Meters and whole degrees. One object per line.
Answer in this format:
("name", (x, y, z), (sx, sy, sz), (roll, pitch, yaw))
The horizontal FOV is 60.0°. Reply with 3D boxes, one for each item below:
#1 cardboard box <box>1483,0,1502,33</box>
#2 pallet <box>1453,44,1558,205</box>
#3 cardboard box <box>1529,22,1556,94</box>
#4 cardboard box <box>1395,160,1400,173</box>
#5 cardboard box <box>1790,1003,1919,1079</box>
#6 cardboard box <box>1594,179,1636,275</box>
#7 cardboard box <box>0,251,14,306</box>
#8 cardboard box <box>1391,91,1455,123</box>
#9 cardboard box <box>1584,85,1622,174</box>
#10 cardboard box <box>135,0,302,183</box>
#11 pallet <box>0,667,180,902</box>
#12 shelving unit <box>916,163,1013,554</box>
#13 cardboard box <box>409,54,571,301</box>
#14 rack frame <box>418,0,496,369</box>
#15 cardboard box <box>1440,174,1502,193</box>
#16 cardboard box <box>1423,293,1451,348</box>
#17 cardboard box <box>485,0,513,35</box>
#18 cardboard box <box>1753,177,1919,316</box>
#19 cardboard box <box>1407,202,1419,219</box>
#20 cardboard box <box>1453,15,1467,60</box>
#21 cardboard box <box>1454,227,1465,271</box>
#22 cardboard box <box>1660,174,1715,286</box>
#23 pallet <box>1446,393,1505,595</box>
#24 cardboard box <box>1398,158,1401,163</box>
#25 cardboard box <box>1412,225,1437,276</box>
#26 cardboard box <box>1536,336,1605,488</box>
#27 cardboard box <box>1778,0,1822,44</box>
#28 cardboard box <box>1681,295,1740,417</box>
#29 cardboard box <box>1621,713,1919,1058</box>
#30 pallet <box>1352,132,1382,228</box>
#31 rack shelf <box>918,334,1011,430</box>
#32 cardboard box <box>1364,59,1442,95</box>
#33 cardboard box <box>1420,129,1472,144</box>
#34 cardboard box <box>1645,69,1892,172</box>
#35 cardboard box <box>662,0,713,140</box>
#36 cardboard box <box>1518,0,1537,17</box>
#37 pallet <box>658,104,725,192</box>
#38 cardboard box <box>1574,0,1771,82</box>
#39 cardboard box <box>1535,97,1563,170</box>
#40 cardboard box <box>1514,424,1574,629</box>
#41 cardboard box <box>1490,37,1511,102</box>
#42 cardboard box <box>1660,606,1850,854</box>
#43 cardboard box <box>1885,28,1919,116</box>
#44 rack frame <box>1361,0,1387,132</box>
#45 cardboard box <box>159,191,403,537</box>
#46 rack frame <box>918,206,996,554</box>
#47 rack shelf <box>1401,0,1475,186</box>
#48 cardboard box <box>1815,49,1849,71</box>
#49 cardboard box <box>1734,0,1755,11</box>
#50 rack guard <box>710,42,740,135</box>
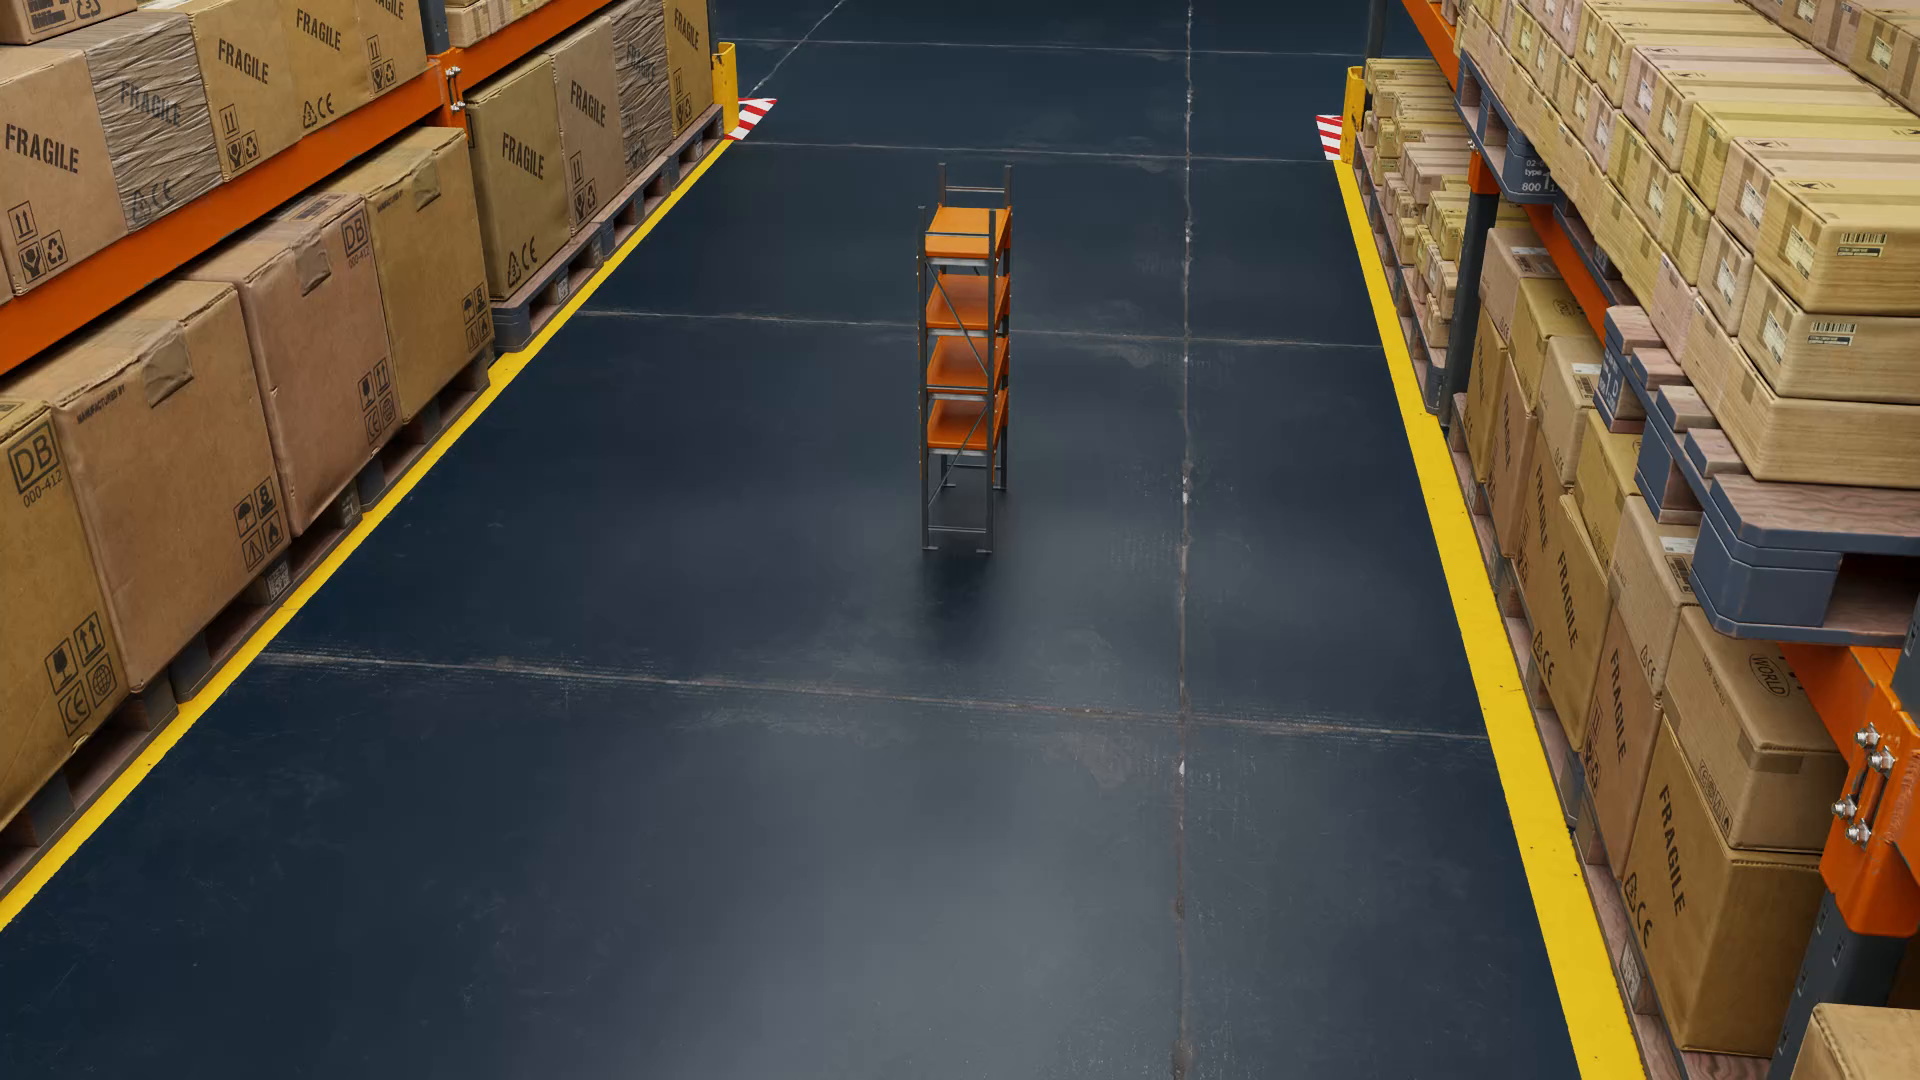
("cardboard box", (1.866, -1.682, 5.218), (0.380, 0.149, 0.250), (3, 28, 5))
("pallet", (2.162, -1.322, 5.243), (1.003, 0.211, 1.213), (3, 28, 6))
("cardboard box", (1.772, -1.311, 4.529), (0.380, 0.149, 0.250), (4, 29, 8))
("cardboard box", (2.457, -1.857, 8.598), (0.380, 0.149, 0.250), (3, 29, 6))
("cardboard box", (1.746, 1.212, 2.266), (1.050, 0.750, 0.750), (3, 28, 6))
("cardboard box", (1.643, -0.689, 3.689), (0.380, 0.149, 0.250), (2, 28, 4))
("cardboard box", (-2.610, -0.710, 3.800), (0.500, 0.500, 0.500), (3, 28, 5))
("cardboard box", (2.468, -2.236, 8.673), (0.380, 0.149, 0.250), (2, 28, 4))
("cardboard box", (1.675, -0.946, 3.852), (0.380, 0.149, 0.250), (4, 29, 7))
("cardboard box", (-2.421, -1.422, 5.122), (0.500, 0.500, 0.500), (3, 28, 6))
("pallet", (-2.829, 0.651, 4.320), (1.003, 0.211, 1.213), (3, 28, 6))
("shelving unit", (0.020, -0.606, 5.610), (0.258, 1.200, 0.503), (3, 28, 6))
("cardboard box", (-2.350, -1.649, 7.445), (0.875, 0.875, 0.875), (3, 28, 6))
("rack frame", (-2.510, -2.093, 6.473), (1.000, 3.000, 0.127), (3, 28, 6))
("cardboard box", (2.310, -1.489, 7.288), (0.380, 0.149, 0.250), (4, 29, 8))
("cardboard box", (2.110, -0.892, 6.805), (0.380, 0.149, 0.250), (4, 29, 7))
("cardboard box", (-2.111, -2.226, 6.984), (0.380, 0.149, 0.250), (2, 28, 5))
("cardboard box", (1.515, -0.468, 2.651), (0.380, 0.149, 0.250), (2, 28, 4))
("cardboard box", (2.336, -1.498, 7.930), (0.380, 0.149, 0.250), (4, 29, 7))
("cardboard box", (2.126, -1.922, 6.421), (0.380, 0.149, 0.250), (3, 28, 5))
("cardboard box", (2.186, -1.132, 6.624), (0.380, 0.149, 0.250), (4, 29, 8))
("cardboard box", (1.579, -0.588, 3.188), (0.380, 0.149, 0.250), (4, 29, 7))
("pallet", (2.306, -0.163, 5.830), (1.003, 0.211, 1.213), (3, 28, 6))
("cardboard box", (2.462, -1.978, 8.509), (0.380, 0.149, 0.250), (2, 28, 4))
("cardboard box", (2.160, -1.240, 7.139), (0.380, 0.149, 0.250), (2, 28, 4))
("cardboard box", (1.918, -0.349, 4.637), (0.500, 0.250, 0.500), (4, 29, 8))
("cardboard box", (2.414, -1.406, 4.392), (0.380, 0.149, 0.250), (2, 28, 5))
("cardboard box", (1.547, -0.324, 3.012), (0.380, 0.149, 0.250), (3, 28, 6))
("cardboard box", (1.731, 0.716, 3.451), (0.500, 0.500, 0.500), (3, 28, 6))
("pallet", (2.746, -1.996, 9.233), (1.003, 0.211, 1.213), (3, 28, 6))
("rack shelf", (0.020, -0.547, 5.642), (0.258, 0.148, 0.480), (3, 28, 6))
("cardboard box", (2.489, -2.605, 9.359), (0.380, 0.149, 0.250), (2, 28, 4))
("cardboard box", (2.412, -1.861, 7.977), (0.380, 0.149, 0.250), (3, 29, 6))
("cardboard box", (1.609, -0.835, 3.333), (0.380, 0.149, 0.250), (4, 29, 8))
("cardboard box", (-2.019, -2.920, 9.804), (0.875, 0.875, 0.875), (3, 28, 6))
("cardboard box", (1.800, -1.565, 4.688), (0.380, 0.149, 0.250), (3, 28, 6))
("pallet", (-2.040, -2.367, 9.922), (1.003, 0.211, 1.213), (3, 28, 6))
("cardboard box", (1.709, -1.199, 4.008), (0.380, 0.149, 0.250), (4, 29, 8))
("cardboard box", (1.741, -1.058, 4.373), (0.380, 0.149, 0.250), (3, 28, 5))
("cardboard box", (1.933, -0.013, 4.804), (0.500, 0.500, 0.500), (4, 29, 7))
("cardboard box", (1.833, -1.425, 5.054), (0.380, 0.149, 0.250), (4, 29, 7))
("cardboard box", (1.734, 0.374, 3.296), (0.500, 0.250, 0.500), (3, 28, 5))
("cardboard box", (2.319, -1.036, 3.705), (0.380, 0.149, 0.250), (4, 29, 8))
("rack frame", (2.890, -3.640, 9.344), (1.000, 3.000, 0.127), (3, 28, 6))
("cardboard box", (-2.677, -0.620, 5.535), (1.225, 0.875, 0.875), (2, 28, 4))
("rack frame", (-0.010, -0.491, 5.397), (0.240, 1.200, 0.015), (3, 28, 6))
("rack shelf", (2.645, -2.382, 7.767), (1.077, 0.370, 4.000), (3, 28, 6))
("cardboard box", (2.390, -1.143, 4.218), (0.380, 0.149, 0.250), (3, 29, 6))
("cardboard box", (2.483, -1.523, 4.923), (0.380, 0.149, 0.250), (5, 29, 8))
("rack guard", (-2.017, -2.887, 10.581), (1.175, 0.500, 0.348), (3, 28, 6))
